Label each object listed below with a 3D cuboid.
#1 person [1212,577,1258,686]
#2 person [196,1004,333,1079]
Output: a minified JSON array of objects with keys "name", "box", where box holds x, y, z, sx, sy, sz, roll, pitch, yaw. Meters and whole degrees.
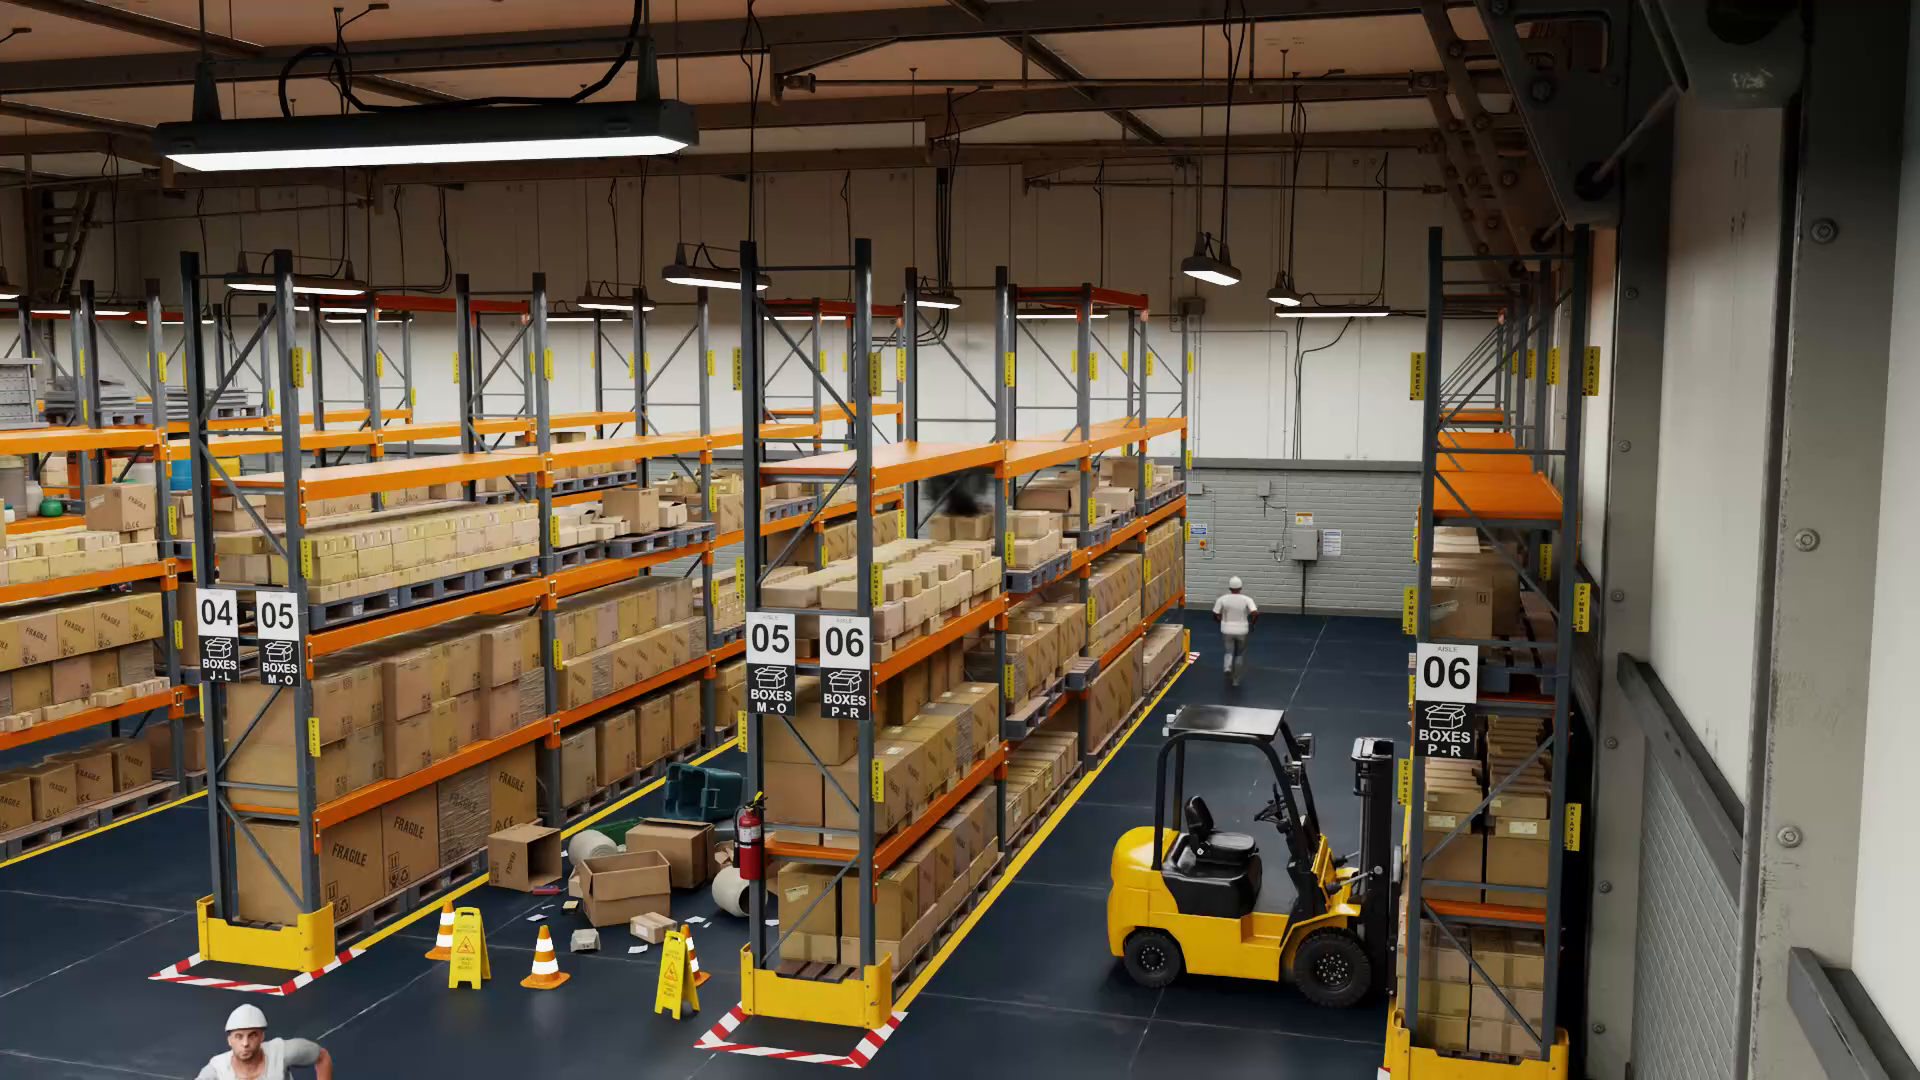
[{"name":"person","box":[4.239,1.442,25.639,0.700,1.761,0.872,2,7,14]},{"name":"person","box":[-3.717,3.300,8.882,0.704,1.726,0.726,-2,7,-19]}]
